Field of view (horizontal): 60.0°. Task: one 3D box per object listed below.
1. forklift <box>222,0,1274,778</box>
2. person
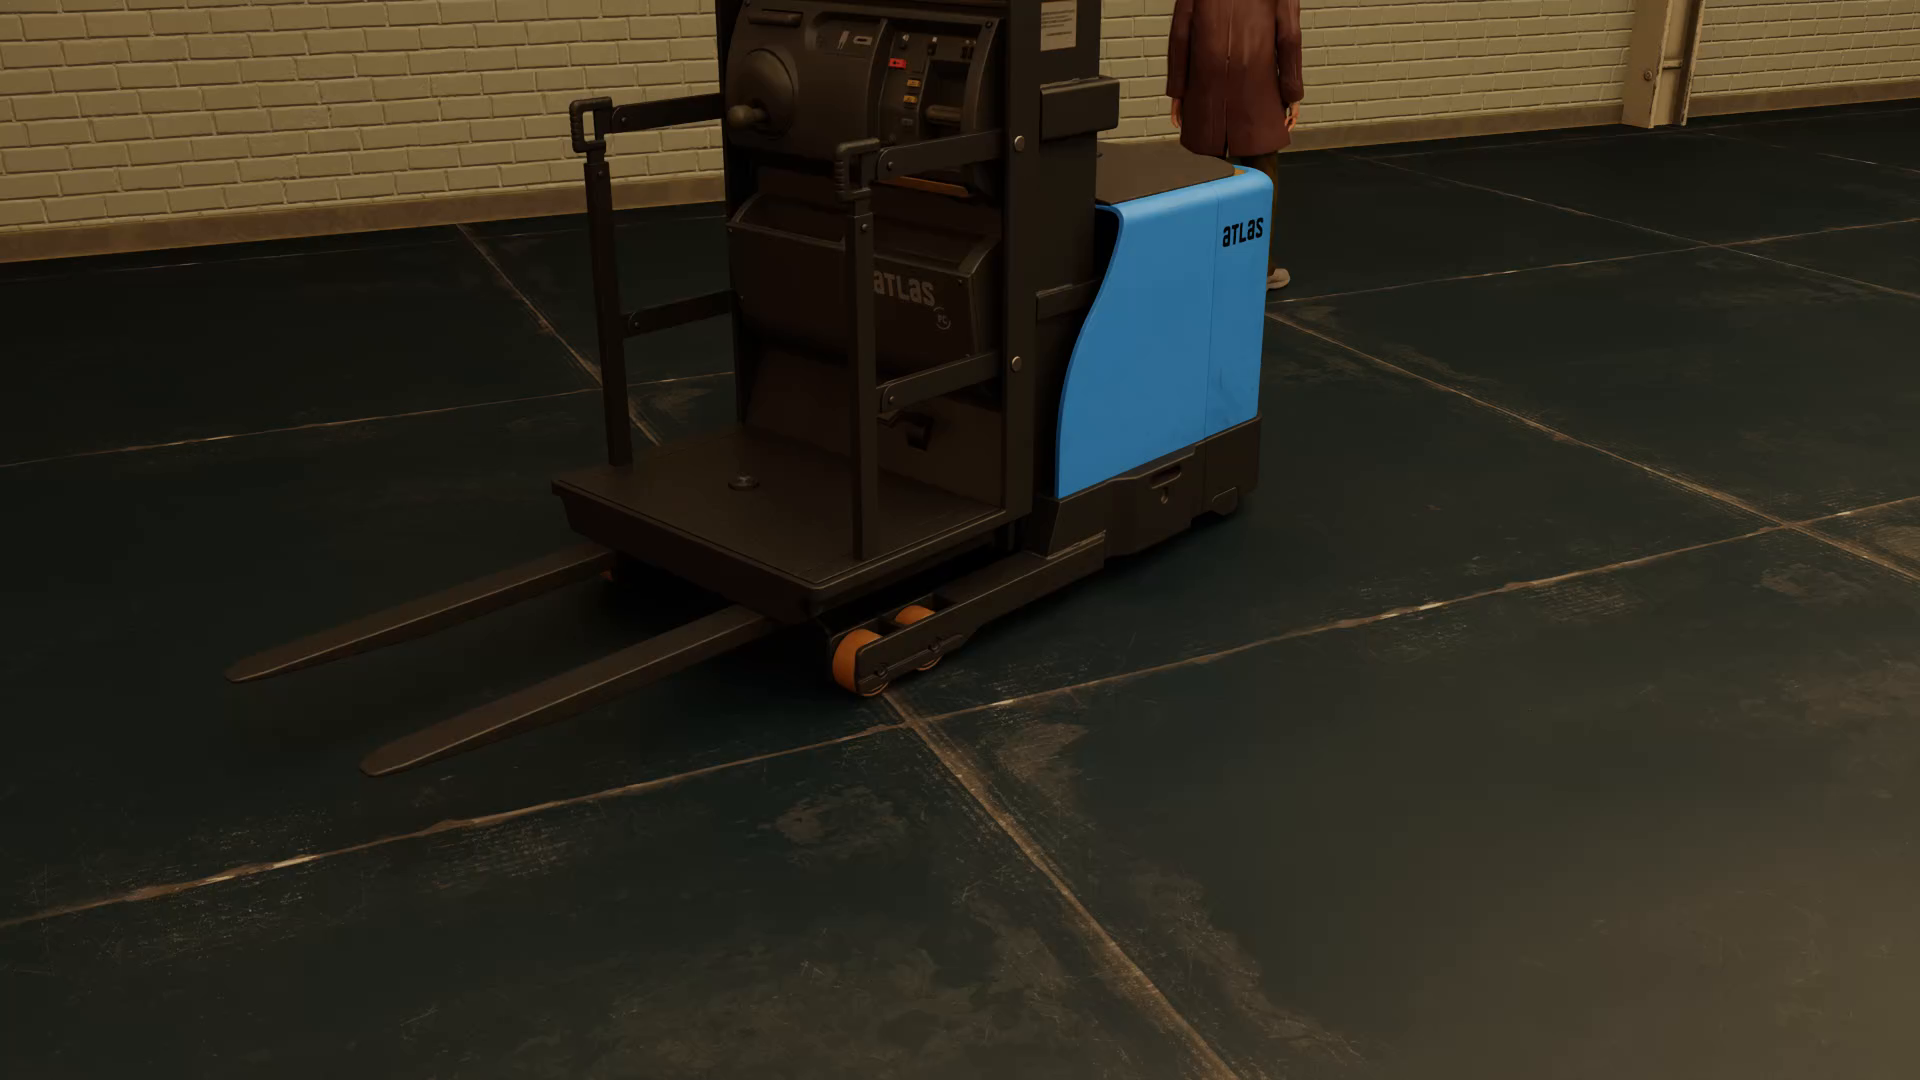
[{"bbox_3d":[-0.413,-1.182,4.131,1.130,2.935,3.031,19,29,39],"label":"forklift"},{"bbox_3d":[1.274,-2.050,7.731,0.644,1.772,0.436,8,24,19],"label":"person"}]
